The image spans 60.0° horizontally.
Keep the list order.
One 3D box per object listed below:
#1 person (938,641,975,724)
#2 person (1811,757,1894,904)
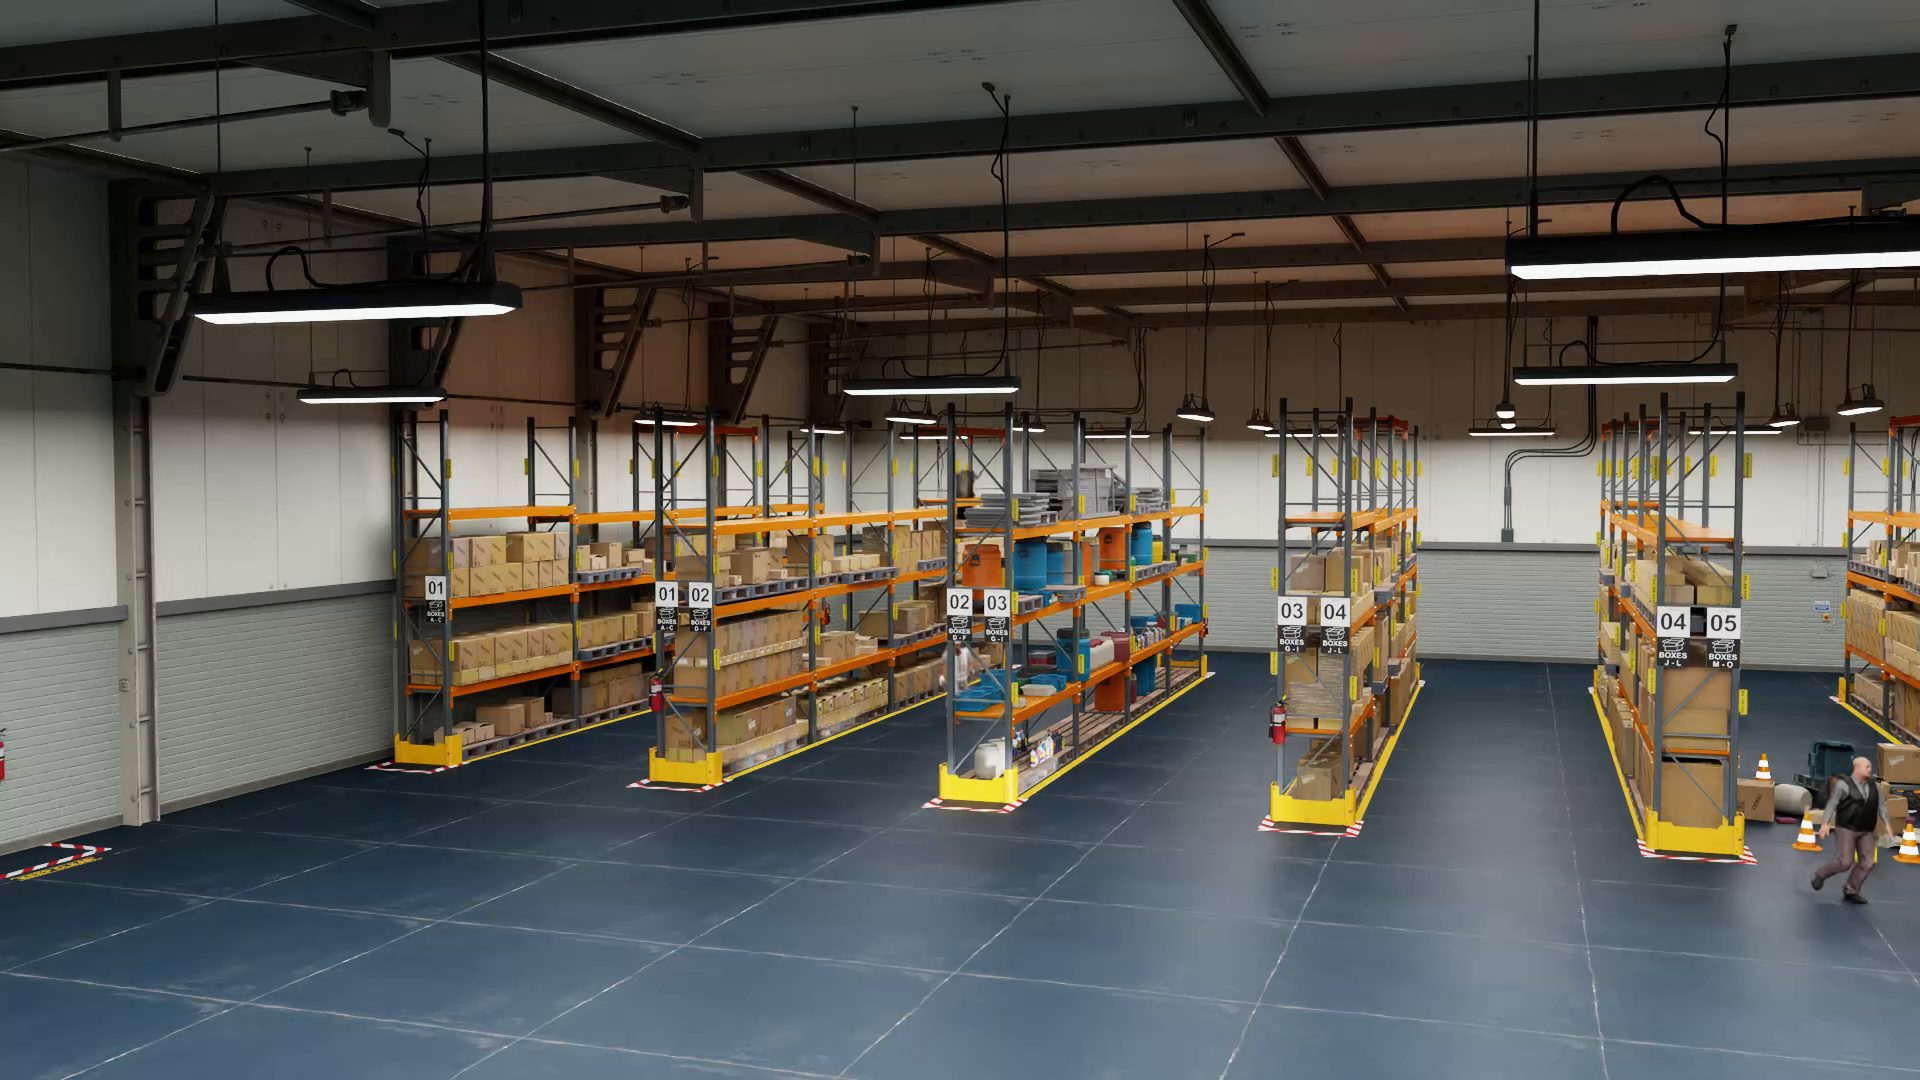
[{"bbox_3d":[-0.024,2.771,32.753,0.695,1.738,0.815,-1,3,-27],"label":"person"},{"bbox_3d":[10.297,3.331,19.198,0.686,1.689,0.678,0,2,-7],"label":"person"}]
